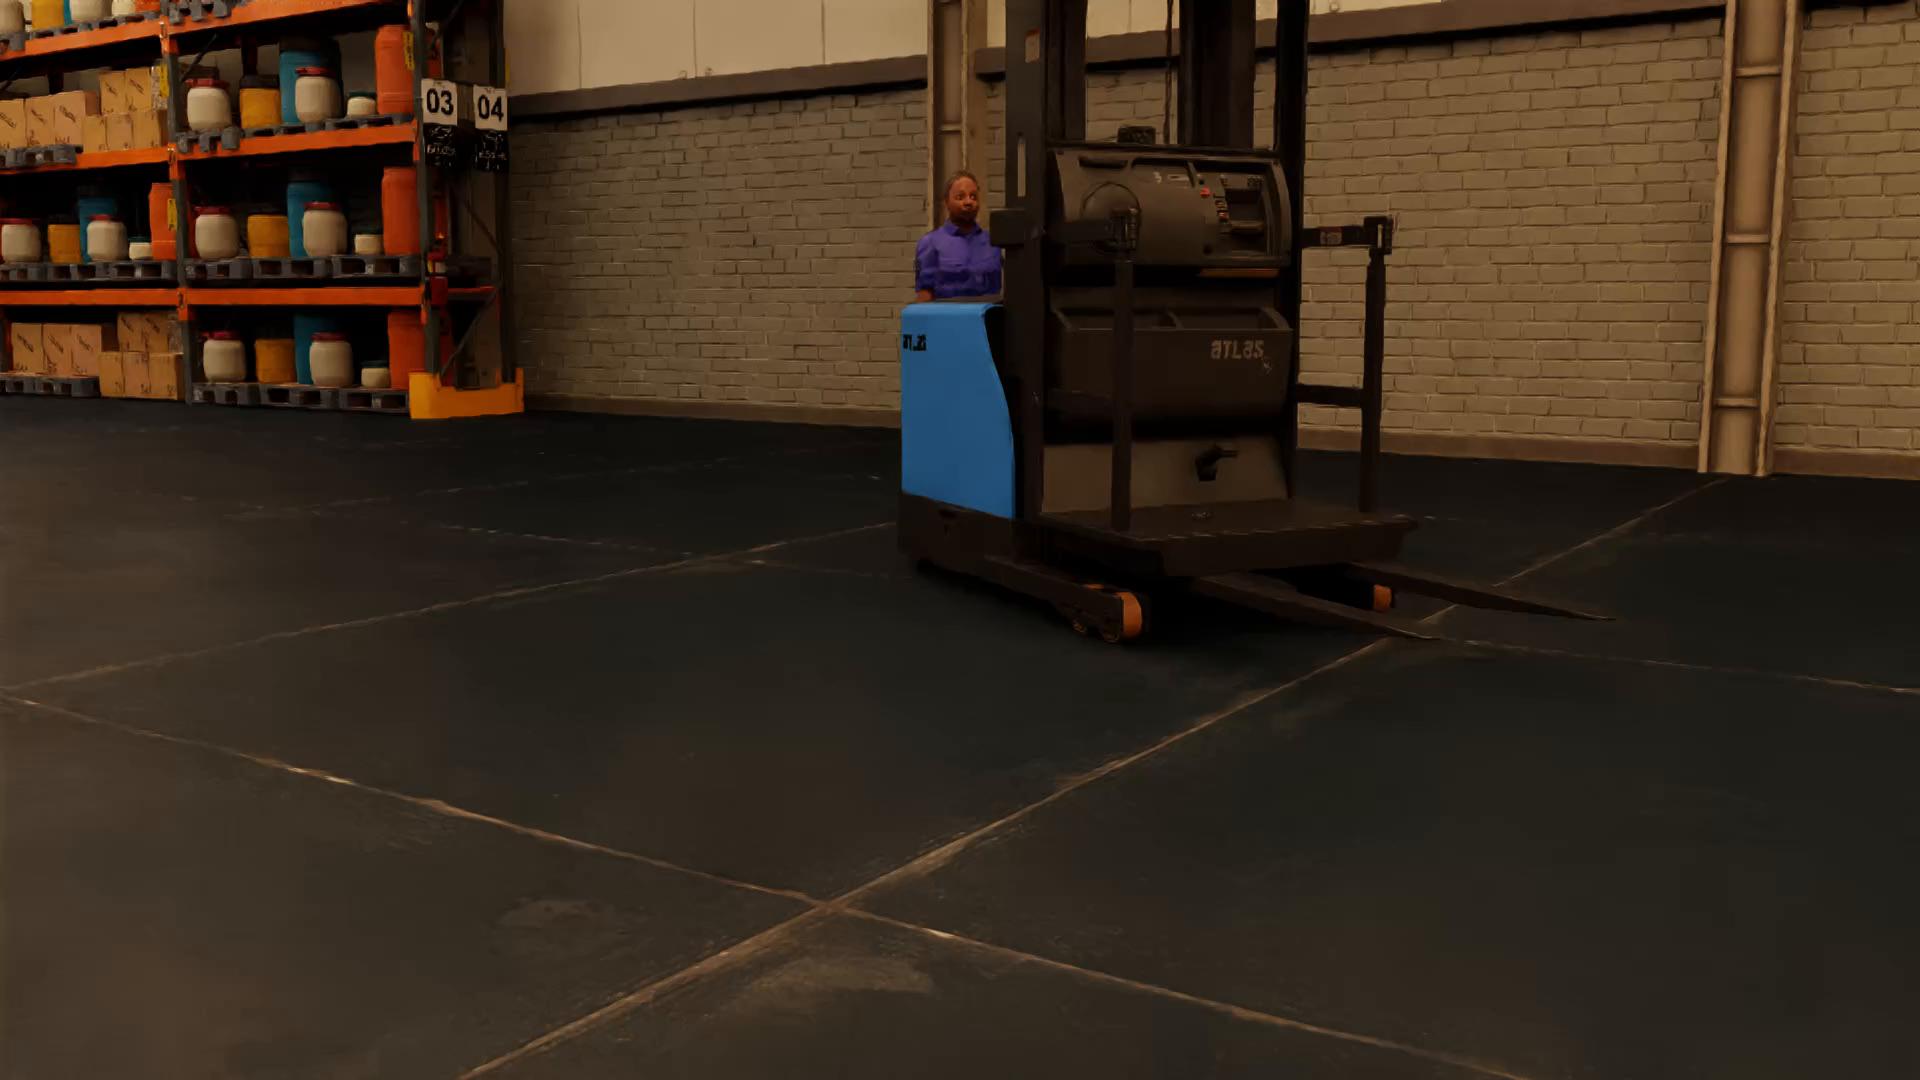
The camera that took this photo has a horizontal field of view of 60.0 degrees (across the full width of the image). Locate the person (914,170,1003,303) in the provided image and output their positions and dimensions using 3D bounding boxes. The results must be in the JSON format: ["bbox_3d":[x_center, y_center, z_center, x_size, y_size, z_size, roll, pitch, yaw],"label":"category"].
[{"bbox_3d":[0.027,-0.812,7.447,0.439,1.661,0.417,-4,9,-25],"label":"person"}]

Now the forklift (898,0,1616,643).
[{"bbox_3d":[0.839,-1.192,5.576,1.130,2.935,3.031,-4,9,-25],"label":"forklift"}]
